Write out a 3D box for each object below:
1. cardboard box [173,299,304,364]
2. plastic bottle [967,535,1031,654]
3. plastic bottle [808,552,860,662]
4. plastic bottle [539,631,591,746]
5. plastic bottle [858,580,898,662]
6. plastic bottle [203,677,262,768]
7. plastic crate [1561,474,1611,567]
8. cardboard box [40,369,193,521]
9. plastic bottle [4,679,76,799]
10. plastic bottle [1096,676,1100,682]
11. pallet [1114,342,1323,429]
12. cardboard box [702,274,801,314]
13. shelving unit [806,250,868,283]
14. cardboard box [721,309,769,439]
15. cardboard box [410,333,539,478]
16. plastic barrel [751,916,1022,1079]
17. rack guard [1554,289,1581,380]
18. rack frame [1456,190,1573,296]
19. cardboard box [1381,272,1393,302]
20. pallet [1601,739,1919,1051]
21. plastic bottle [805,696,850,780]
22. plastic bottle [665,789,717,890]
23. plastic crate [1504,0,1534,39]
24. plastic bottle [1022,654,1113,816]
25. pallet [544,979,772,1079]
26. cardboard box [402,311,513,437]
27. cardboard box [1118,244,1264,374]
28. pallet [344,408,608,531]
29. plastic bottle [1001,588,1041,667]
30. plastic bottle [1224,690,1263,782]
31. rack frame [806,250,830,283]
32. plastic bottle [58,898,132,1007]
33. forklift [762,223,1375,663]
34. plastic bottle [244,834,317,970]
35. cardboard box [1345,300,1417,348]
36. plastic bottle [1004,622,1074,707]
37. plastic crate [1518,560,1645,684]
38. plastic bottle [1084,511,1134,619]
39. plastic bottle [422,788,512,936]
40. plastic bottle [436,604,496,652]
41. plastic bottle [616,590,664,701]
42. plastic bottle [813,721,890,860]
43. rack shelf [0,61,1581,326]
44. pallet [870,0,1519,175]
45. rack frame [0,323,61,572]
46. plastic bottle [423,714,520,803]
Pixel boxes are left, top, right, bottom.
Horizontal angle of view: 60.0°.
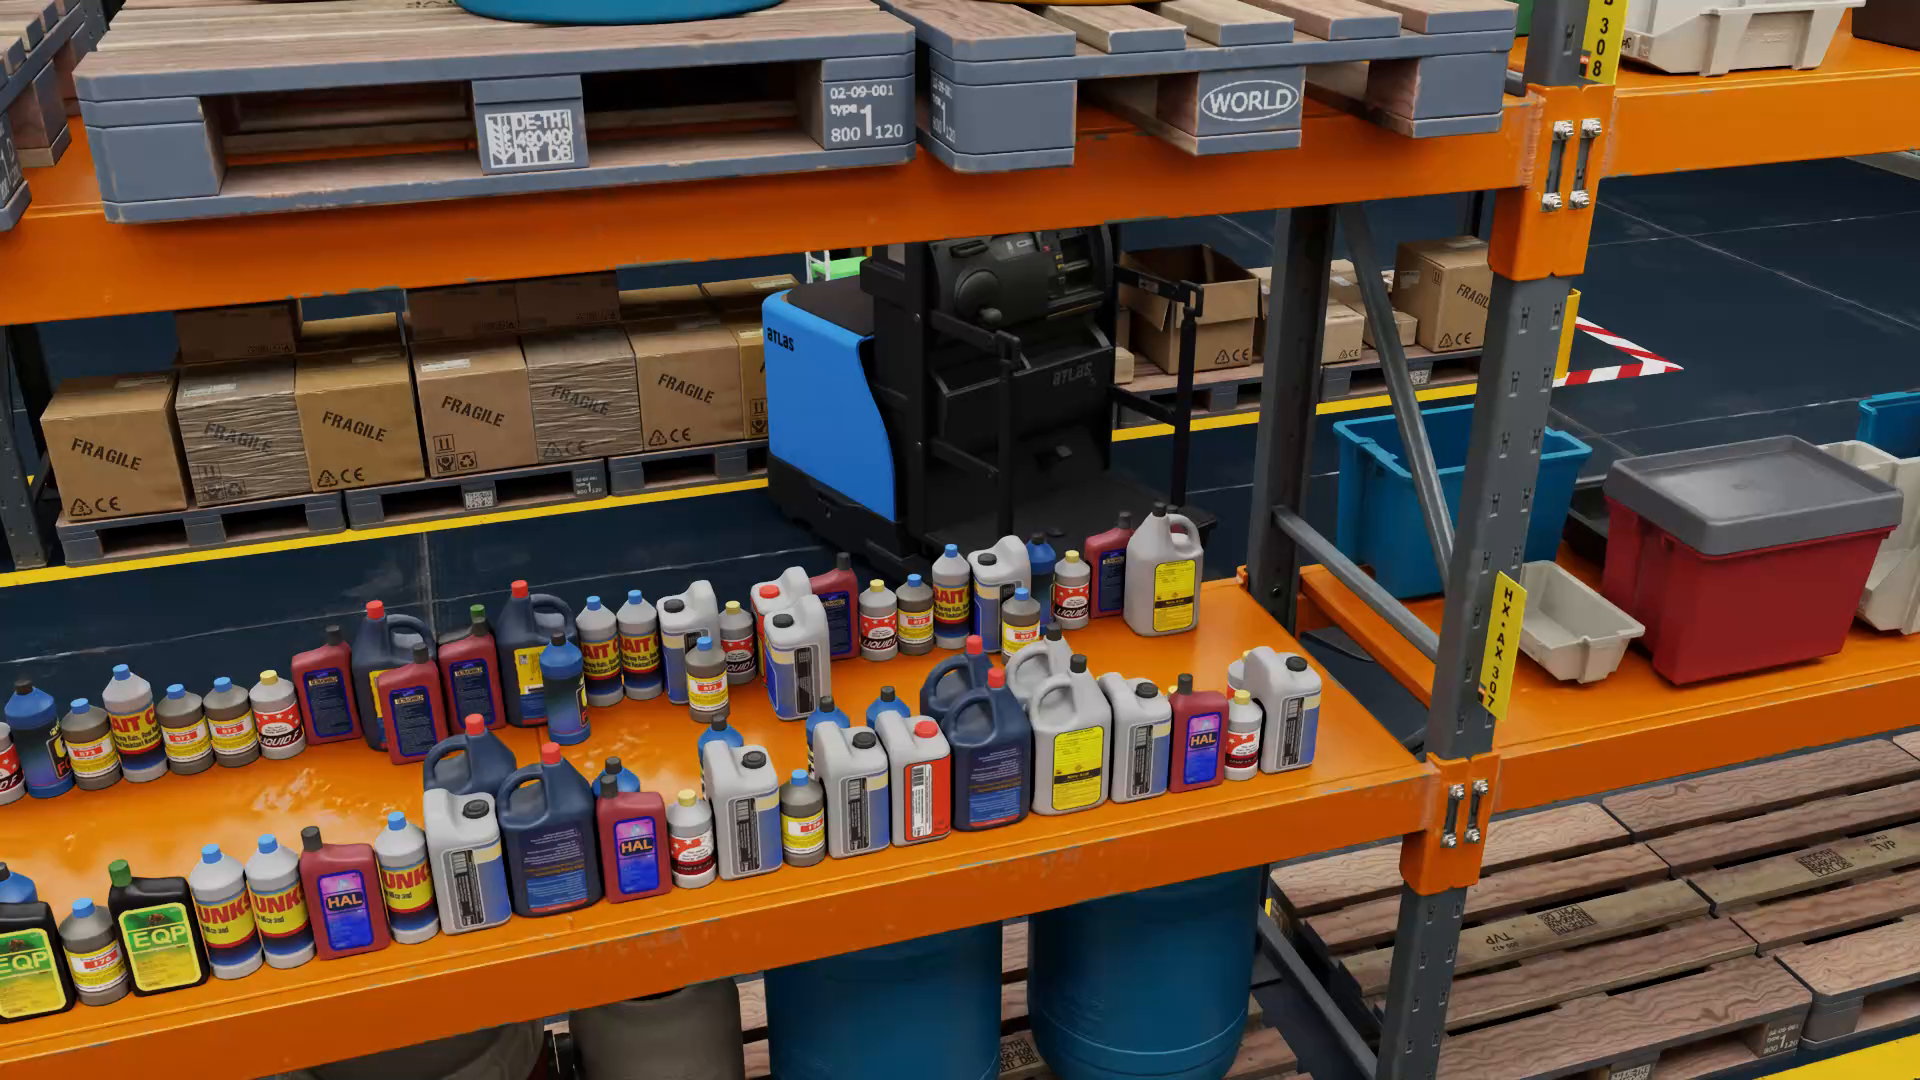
[{"bbox_3d":[-3.462,-1.071,8.008,0.500,0.250,0.500,-7,27,-14],"label":"cardboard box"},{"bbox_3d":[0.097,0.132,4.250,0.135,0.276,0.152,-8,28,-16],"label":"plastic bottle"},{"bbox_3d":[-0.323,0.168,4.169,0.133,0.283,0.061,-8,28,-16],"label":"plastic bottle"},{"bbox_3d":[-0.916,0.335,3.846,0.097,0.271,0.097,0,26,0],"label":"plastic bottle"},{"bbox_3d":[-0.207,0.197,4.204,0.097,0.201,0.097,0,26,0],"label":"plastic bottle"},{"bbox_3d":[-1.658,0.407,3.781,0.097,0.201,0.097,0,26,0],"label":"plastic bottle"},{"bbox_3d":[1.984,-0.048,4.715,0.590,0.125,0.437,-8,28,-16],"label":"plastic crate"},{"bbox_3d":[-3.810,-0.440,7.579,0.500,0.500,0.500,-7,27,-14],"label":"cardboard box"},{"bbox_3d":[-2.028,0.429,3.657,0.097,0.271,0.097,0,26,0],"label":"plastic bottle"},{"bbox_3d":[0.324,0.404,3.787,0.097,0.201,0.097,0,26,0],"label":"plastic bottle"},{"bbox_3d":[1.288,-0.986,9.499,1.213,0.211,1.003,-8,28,-16],"label":"pallet"},{"bbox_3d":[-1.063,-1.085,8.879,0.500,0.500,0.500,-10,28,-18],"label":"cardboard box"},{"bbox_3d":[-0.446,-0.894,8.181,0.503,1.200,0.258,-14,26,-26],"label":"shelving unit"},{"bbox_3d":[-0.908,-0.860,8.425,0.500,0.500,0.500,-8,28,-16],"label":"cardboard box"},{"bbox_3d":[-2.341,-0.655,8.013,0.500,0.500,0.500,-9,28,-18],"label":"cardboard box"},{"bbox_3d":[-0.193,1.041,4.168,0.708,0.901,0.600,-8,28,-16],"label":"plastic barrel"},{"bbox_3d":[3.203,-1.392,9.992,0.348,0.500,1.175,-8,28,-16],"label":"rack guard"},{"bbox_3d":[3.276,-2.522,9.457,0.127,3.000,1.000,-8,28,-16],"label":"rack frame"},{"bbox_3d":[2.533,-1.503,10.096,0.250,0.166,0.380,-8,28,-16],"label":"cardboard box"},{"bbox_3d":[2.852,1.085,5.327,1.213,0.211,1.003,-8,28,-16],"label":"pallet"},{"bbox_3d":[-0.283,0.460,3.594,0.097,0.271,0.097,0,26,0],"label":"plastic bottle"},{"bbox_3d":[-0.549,0.601,3.389,0.097,0.201,0.097,0,26,0],"label":"plastic bottle"},{"bbox_3d":[1.312,-1.311,3.883,0.662,0.188,0.450,-8,28,-16],"label":"plastic crate"},{"bbox_3d":[0.230,0.411,3.605,0.185,0.351,0.144,-8,28,-16],"label":"plastic bottle"},{"bbox_3d":[-0.906,1.631,4.228,1.213,0.211,1.003,-8,28,-16],"label":"pallet"},{"bbox_3d":[-2.525,-0.872,8.449,0.500,0.500,0.500,-9,28,-18],"label":"cardboard box"},{"bbox_3d":[1.257,-1.311,9.330,0.637,0.503,0.797,-8,28,-16],"label":"cardboard box"},{"bbox_3d":[-2.452,-0.425,8.368,1.213,0.211,1.003,-8,28,-16],"label":"pallet"},{"bbox_3d":[0.153,0.216,4.166,0.097,0.201,0.097,0,26,0],"label":"plastic bottle"},{"bbox_3d":[0.626,0.431,3.732,0.097,0.201,0.097,0,26,0],"label":"plastic bottle"},{"bbox_3d":[-0.659,-0.842,8.074,0.015,1.200,0.240,-14,26,-26],"label":"rack frame"},{"bbox_3d":[-1.604,0.754,3.081,0.097,0.201,0.097,0,26,0],"label":"plastic bottle"},{"bbox_3d":[0.396,-1.096,6.661,1.130,2.935,3.031,-20,33,-34],"label":"forklift"},{"bbox_3d":[-1.292,0.677,3.157,0.097,0.271,0.097,0,26,0],"label":"plastic bottle"},{"bbox_3d":[2.422,-1.253,9.593,0.250,0.166,0.380,-8,28,-16],"label":"cardboard box"},{"bbox_3d":[0.185,0.350,3.728,0.185,0.351,0.144,-8,28,-16],"label":"plastic bottle"},{"bbox_3d":[1.489,0.211,4.181,0.243,0.136,0.396,-8,28,-16],"label":"plastic crate"},{"bbox_3d":[0.395,0.064,4.378,0.133,0.283,0.061,-8,28,-16],"label":"plastic bottle"},{"bbox_3d":[-0.971,0.616,3.275,0.135,0.276,0.152,-8,28,-16],"label":"plastic bottle"},{"bbox_3d":[-1.159,0.289,3.925,0.133,0.283,0.061,-8,28,-16],"label":"plastic bottle"},{"bbox_3d":[-0.775,0.248,4.023,0.097,0.271,0.097,0,26,0],"label":"plastic bottle"},{"bbox_3d":[-0.227,0.508,3.492,0.135,0.276,0.152,-8,28,-16],"label":"plastic bottle"},{"bbox_3d":[-0.899,-0.622,3.066,4.000,0.370,1.077,-8,28,-16],"label":"rack shelf"},{"bbox_3d":[0.287,-0.986,3.202,1.003,0.211,1.213,-8,28,-16],"label":"pallet"},{"bbox_3d":[-4.331,-1.420,7.238,0.127,3.000,1.000,-8,28,-16],"label":"rack frame"},{"bbox_3d":[-0.993,0.516,3.392,0.185,0.351,0.144,-8,28,-16],"label":"plastic bottle"}]
